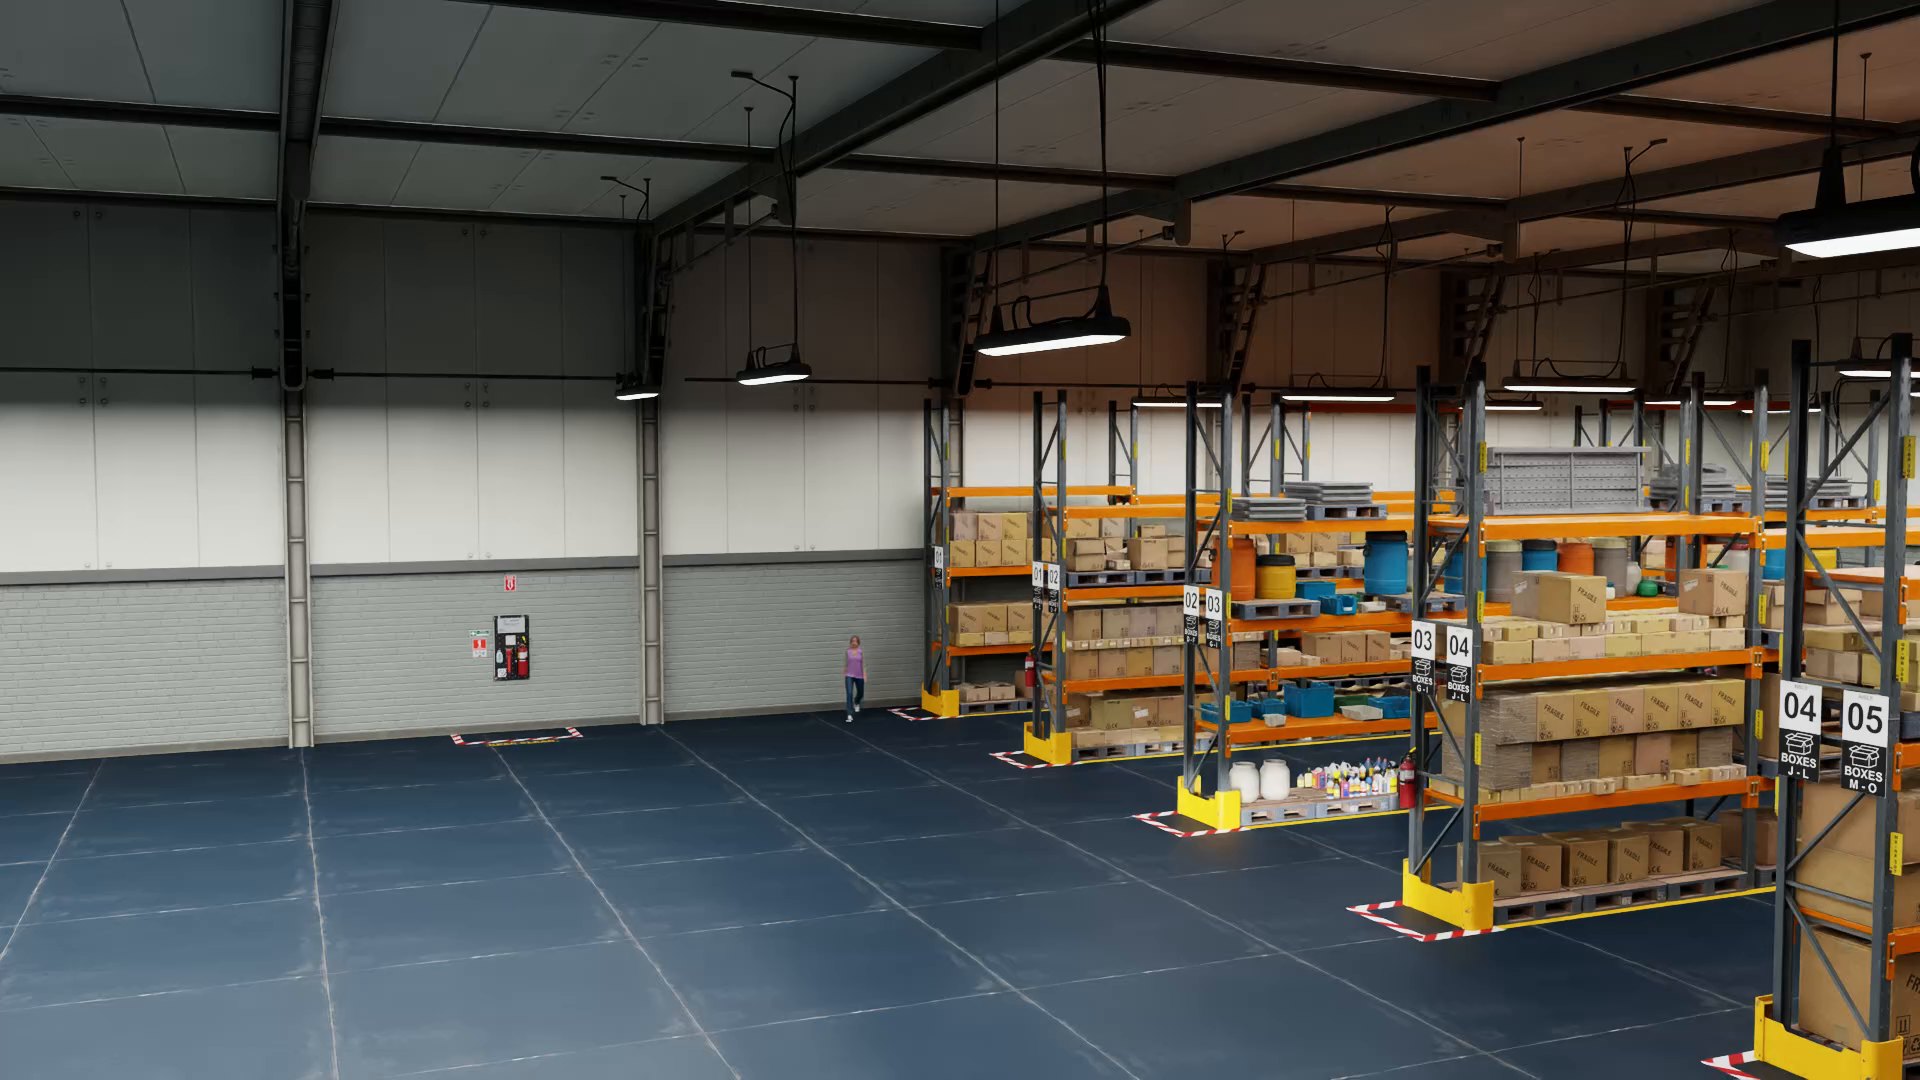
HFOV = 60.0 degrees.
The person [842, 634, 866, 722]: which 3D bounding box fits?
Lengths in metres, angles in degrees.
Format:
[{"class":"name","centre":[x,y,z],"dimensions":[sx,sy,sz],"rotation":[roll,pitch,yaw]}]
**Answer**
[{"class":"person","centre":[-1.975,2.546,31.011],"dimensions":[0.478,1.601,0.624],"rotation":[-2,4,-33]}]
